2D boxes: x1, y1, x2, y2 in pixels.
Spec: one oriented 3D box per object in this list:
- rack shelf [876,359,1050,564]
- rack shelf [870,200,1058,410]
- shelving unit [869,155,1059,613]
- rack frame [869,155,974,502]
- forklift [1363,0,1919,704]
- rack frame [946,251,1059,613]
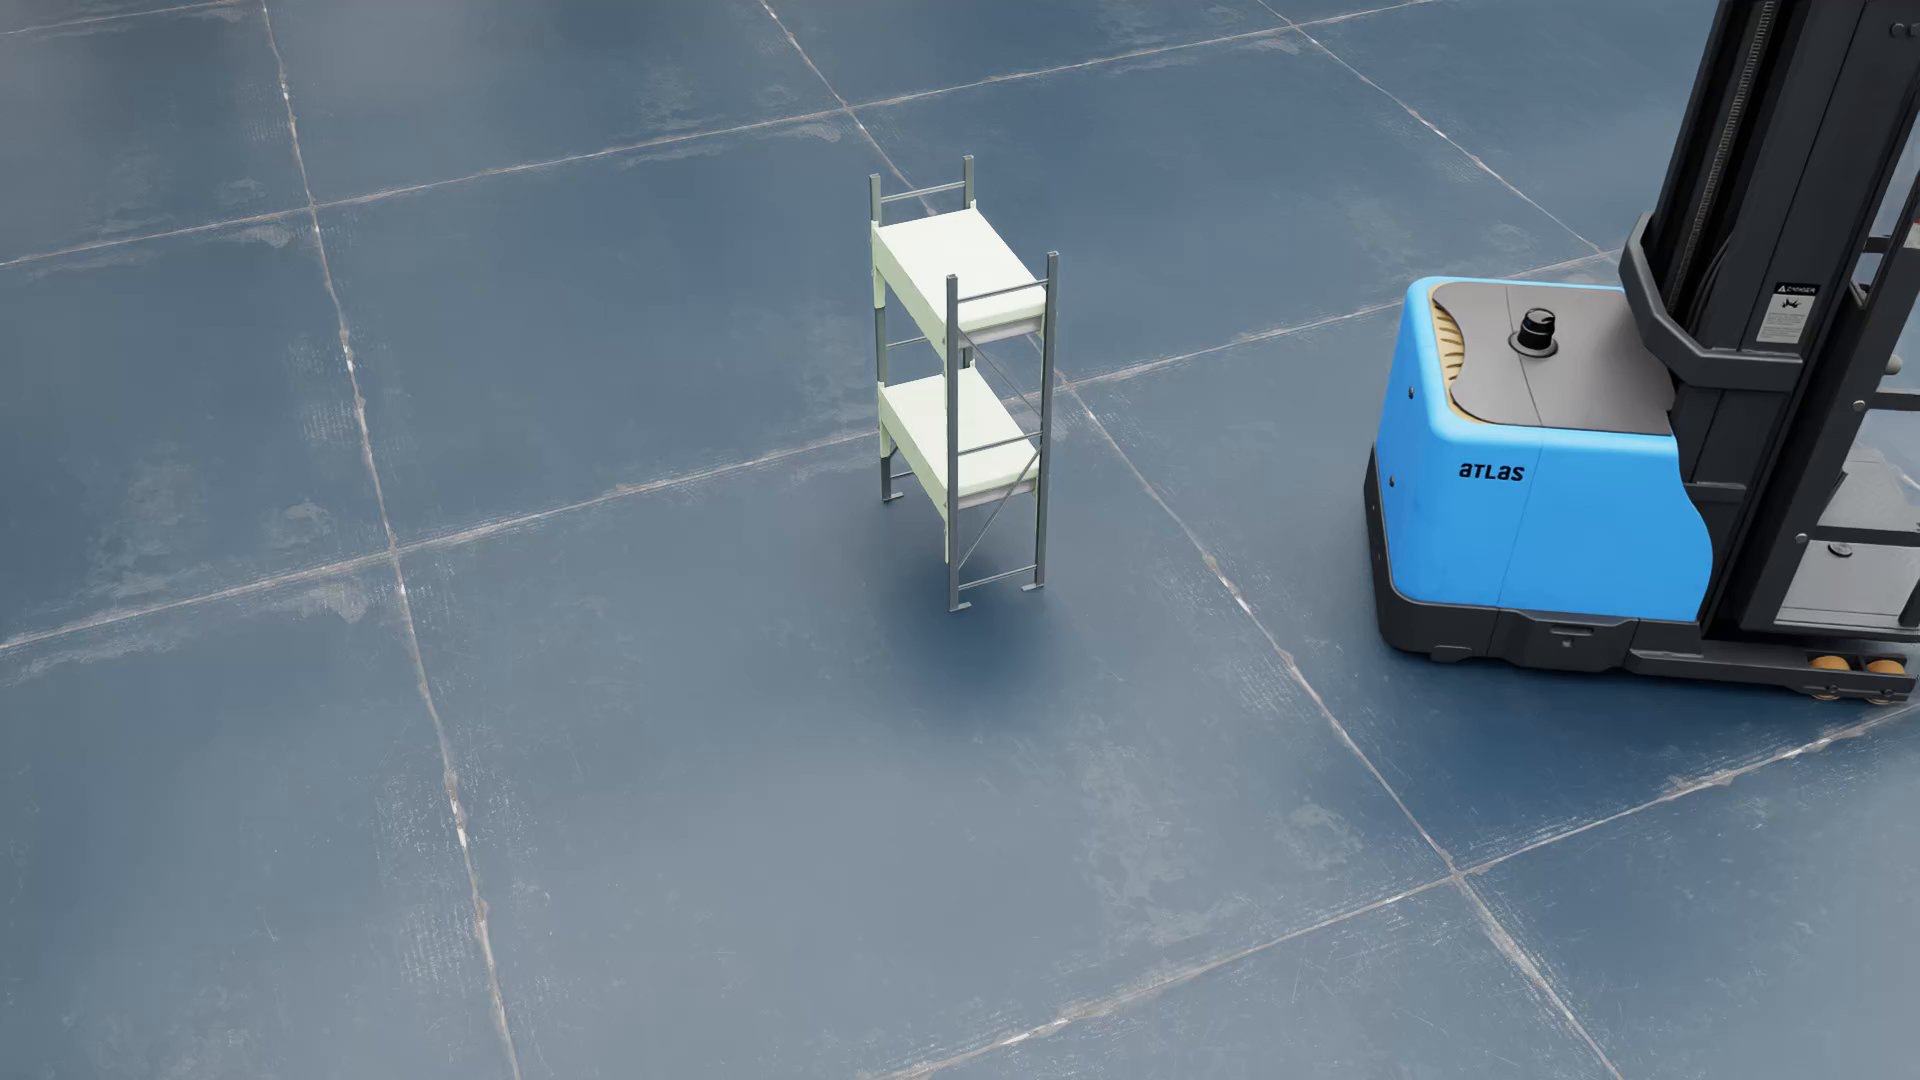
[{"bbox_3d":[0.003,-0.317,6.469,0.431,0.370,0.720,-15,43,-17],"label":"rack shelf"},{"bbox_3d":[0.003,-0.861,6.002,0.431,0.370,0.720,-15,43,-17],"label":"rack shelf"},{"bbox_3d":[0.003,-0.565,6.256,0.431,1.500,0.755,-15,43,-17],"label":"shelving unit"},{"bbox_3d":[-0.137,-0.785,6.513,0.400,1.500,0.023,-15,43,-17],"label":"rack frame"},{"bbox_3d":[3.127,-0.881,5.527,3.031,2.935,1.130,4,41,5],"label":"forklift"},{"bbox_3d":[0.143,-0.344,6.000,0.400,1.500,0.023,-15,43,-17],"label":"rack frame"}]
